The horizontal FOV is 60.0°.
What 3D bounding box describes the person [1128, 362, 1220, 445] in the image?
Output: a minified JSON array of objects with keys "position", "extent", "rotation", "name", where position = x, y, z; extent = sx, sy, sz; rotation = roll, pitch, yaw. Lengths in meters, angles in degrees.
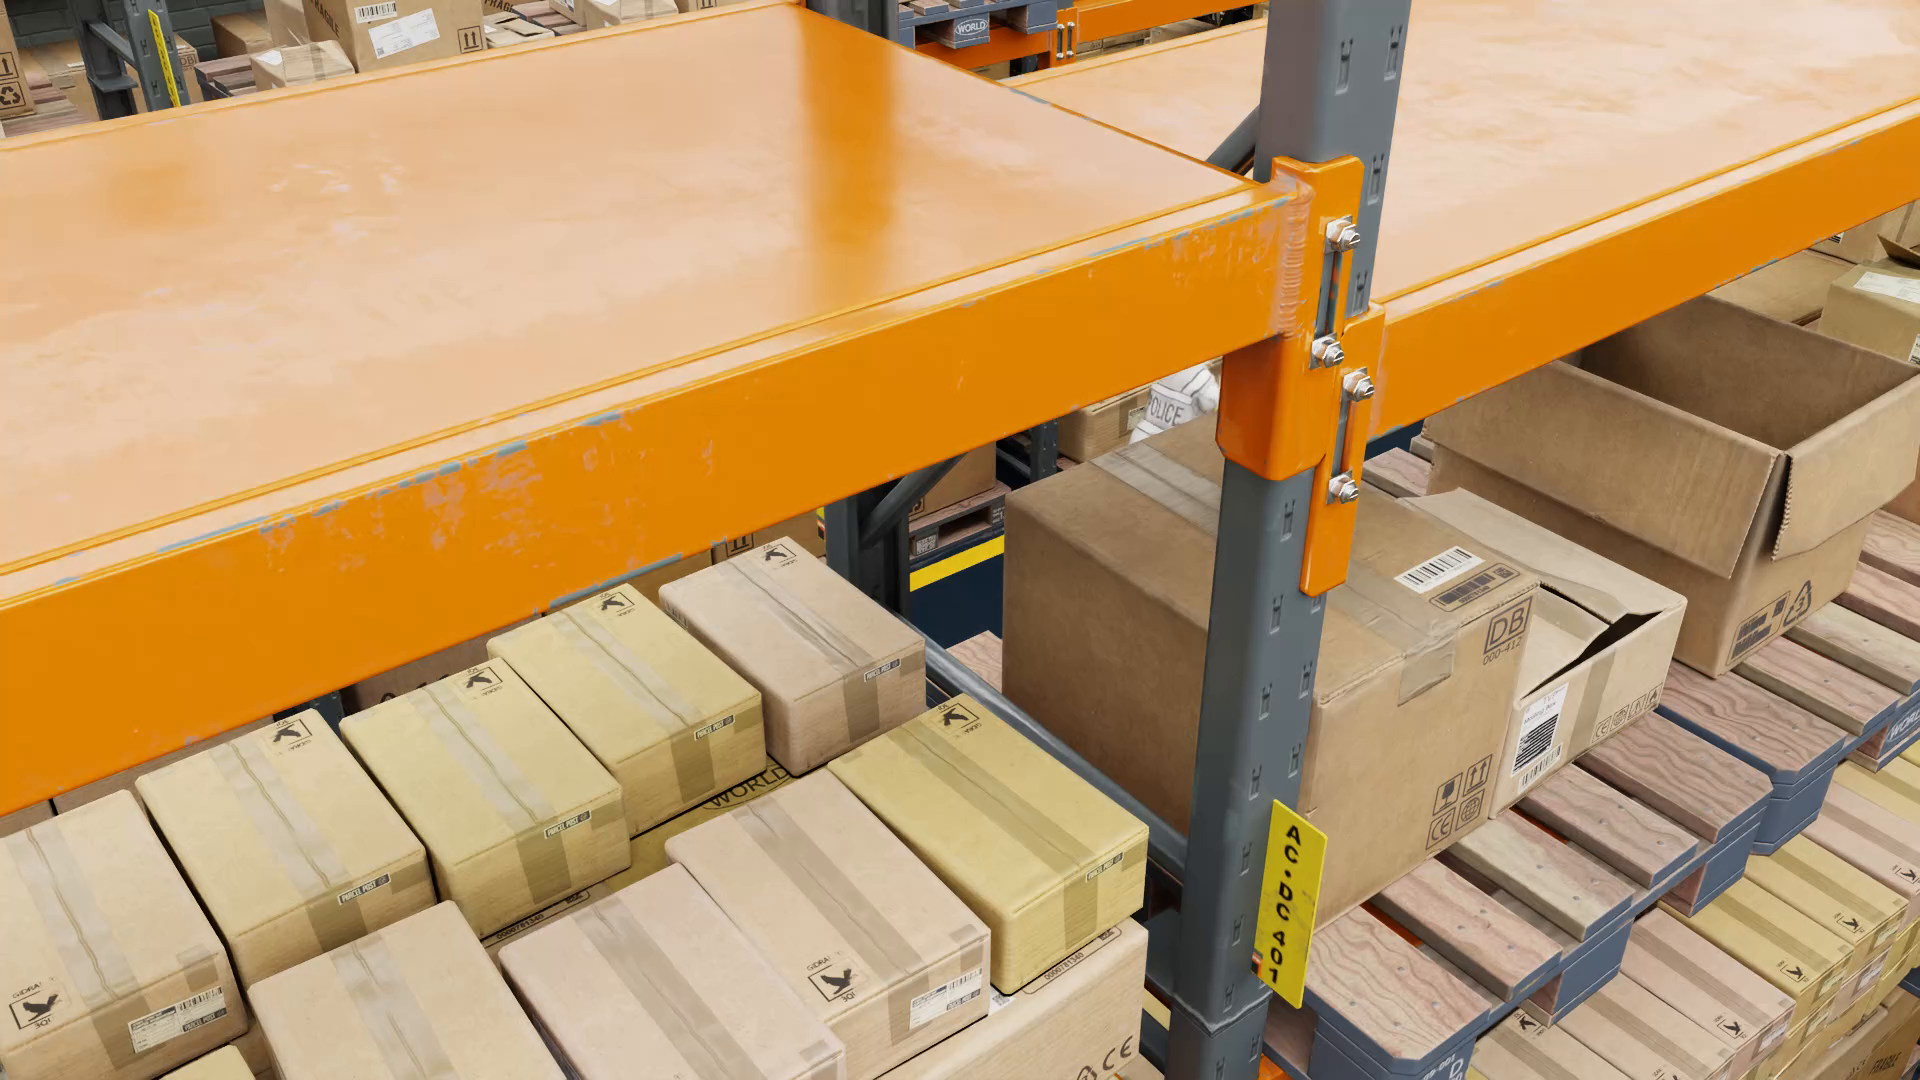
[{"position":[1.083,-0.379,8.276],"extent":[0.560,1.630,0.411],"rotation":[-23,39,-32],"name":"person"}]
